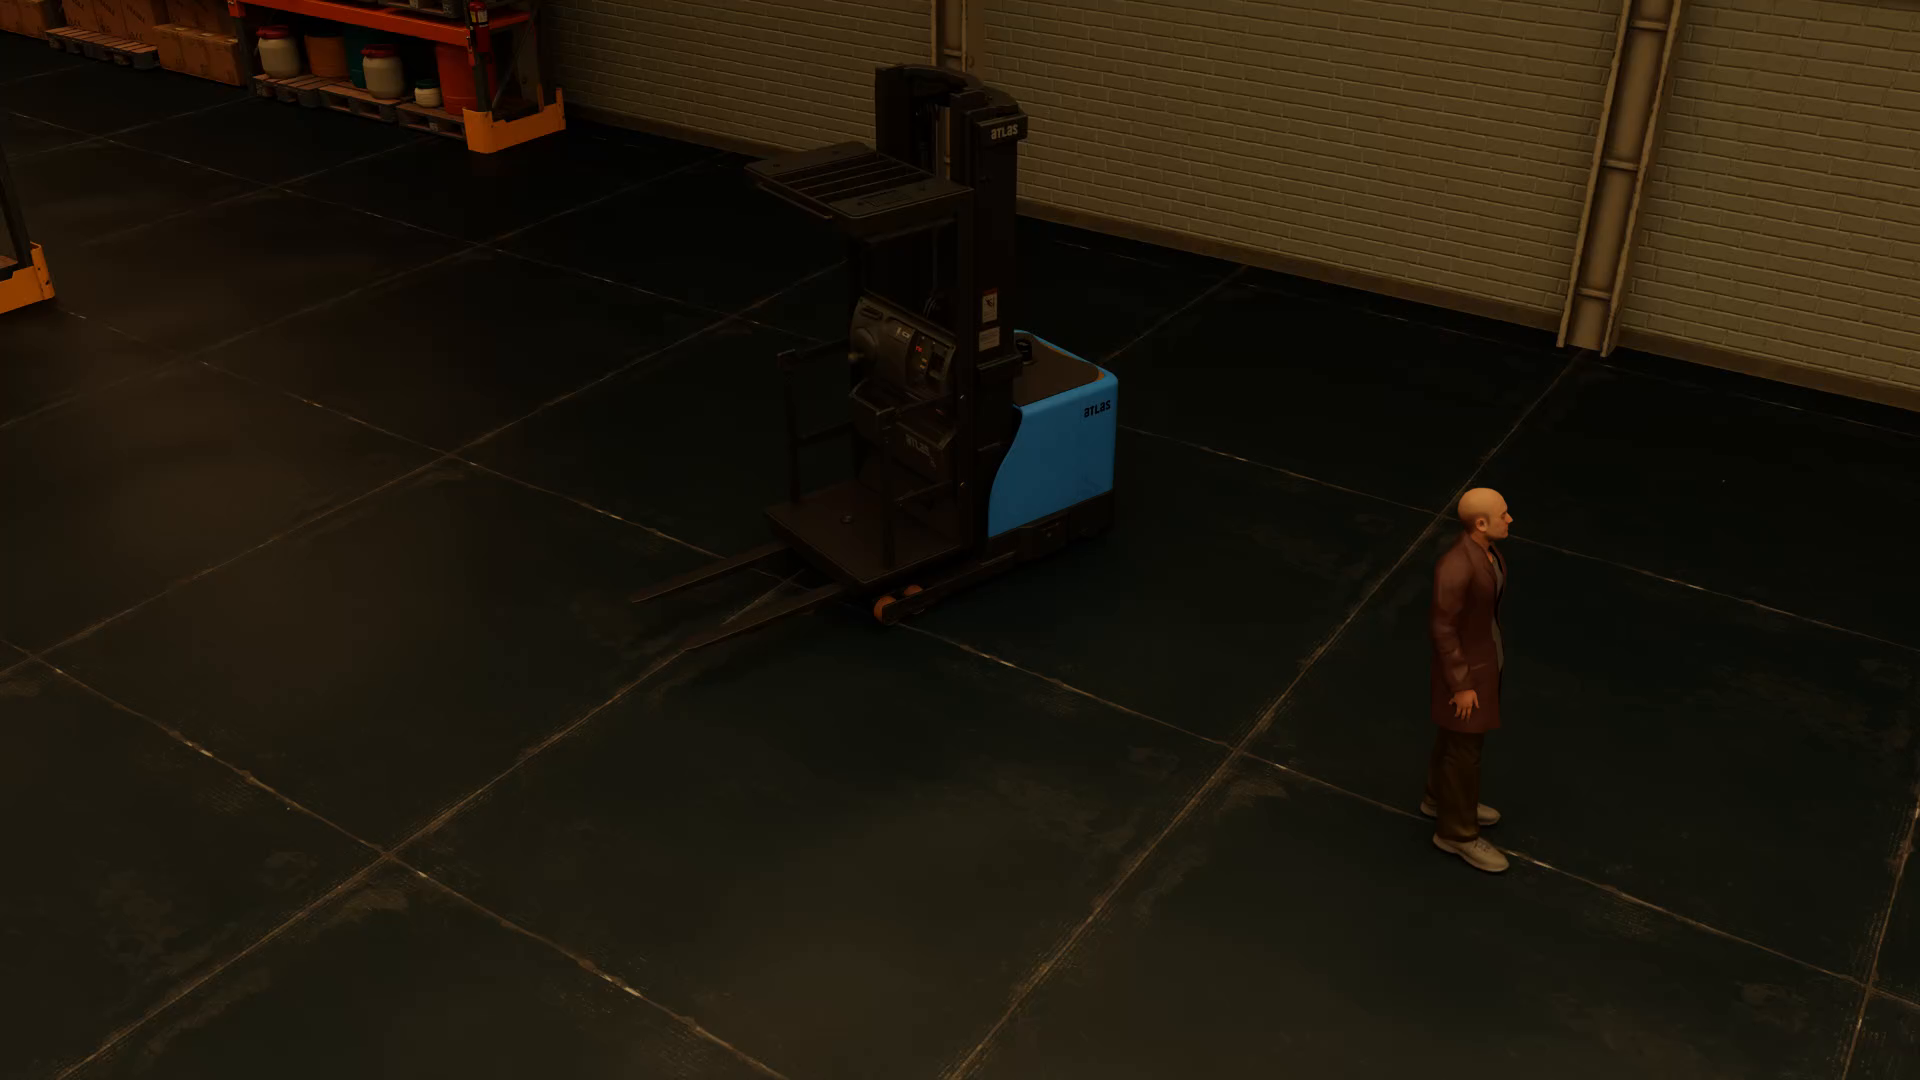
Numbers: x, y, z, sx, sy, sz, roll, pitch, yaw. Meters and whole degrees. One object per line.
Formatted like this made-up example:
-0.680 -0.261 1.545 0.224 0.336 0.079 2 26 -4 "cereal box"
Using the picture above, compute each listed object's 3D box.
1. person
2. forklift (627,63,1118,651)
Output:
2.436 0.603 7.677 0.582 1.776 0.695 15 33 23 "person"
-0.498 -1.074 9.431 3.031 2.935 1.130 -21 36 -32 "forklift"
